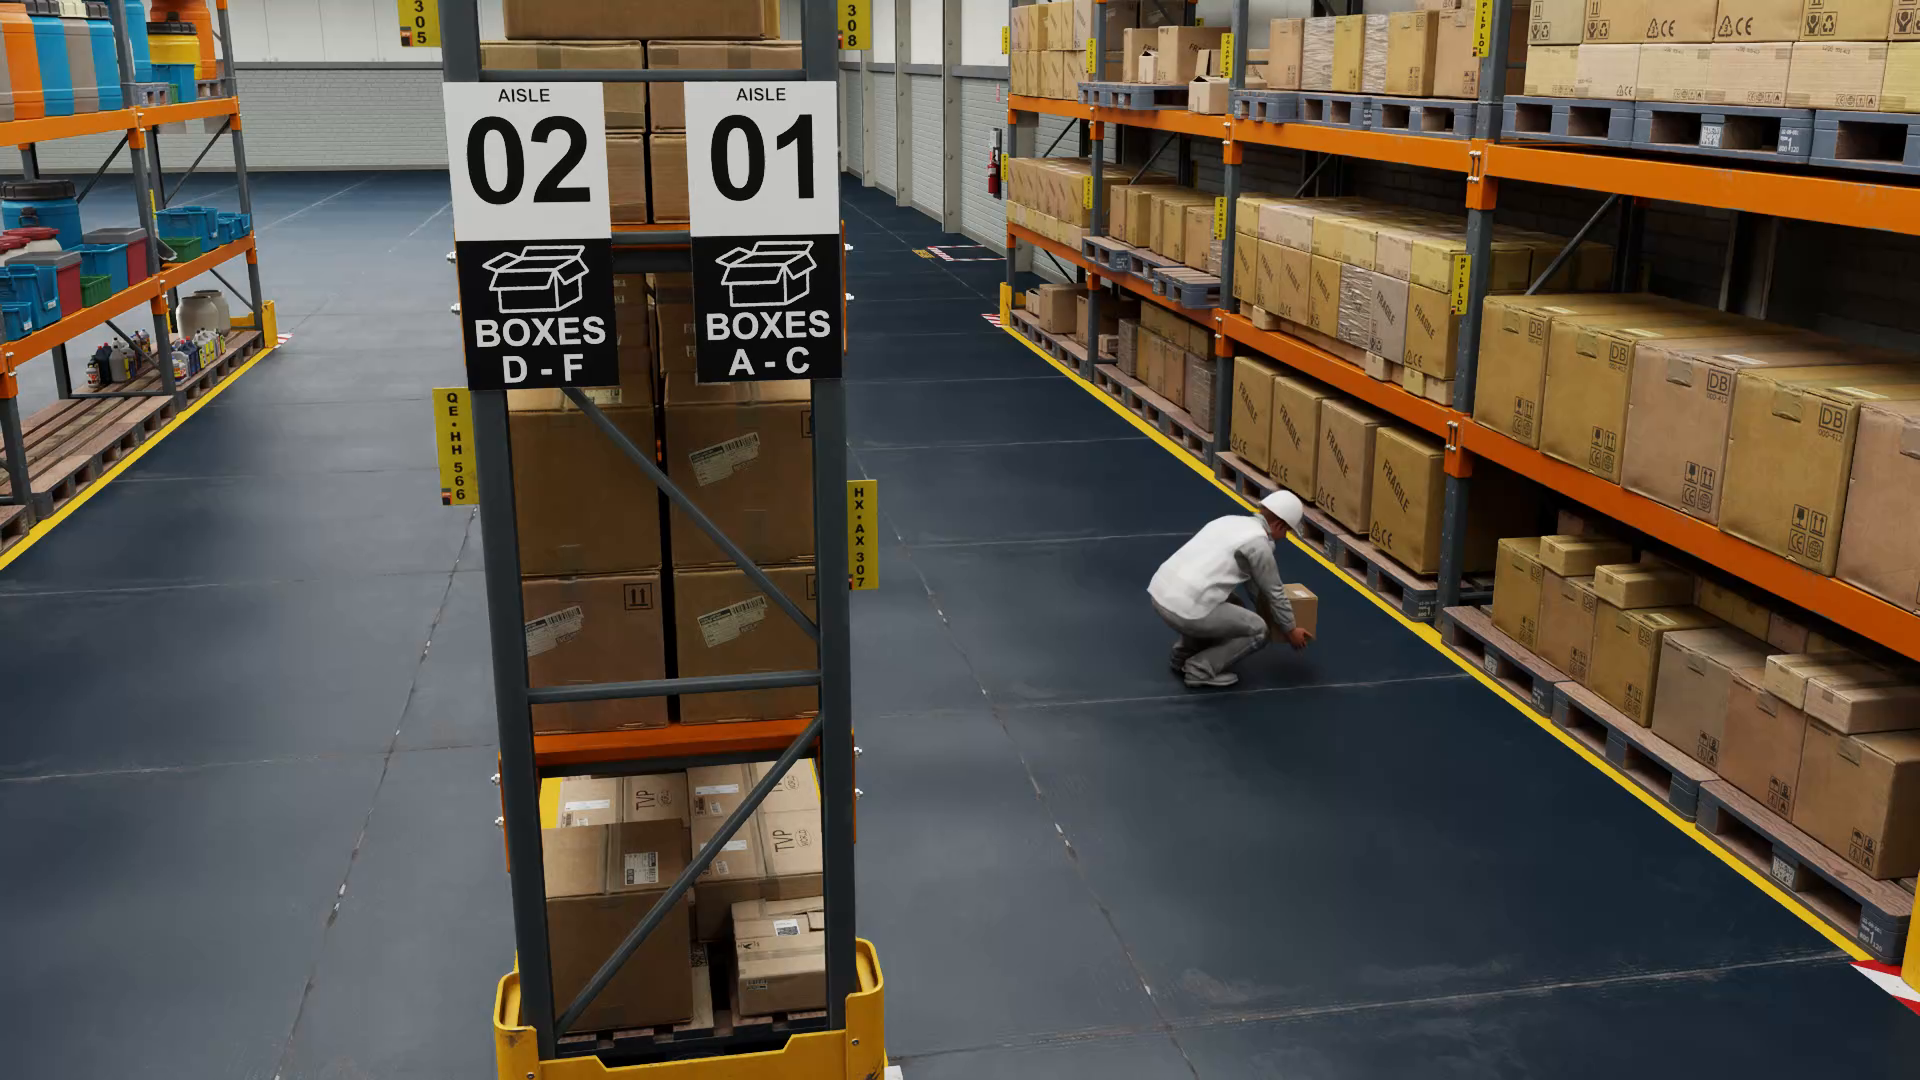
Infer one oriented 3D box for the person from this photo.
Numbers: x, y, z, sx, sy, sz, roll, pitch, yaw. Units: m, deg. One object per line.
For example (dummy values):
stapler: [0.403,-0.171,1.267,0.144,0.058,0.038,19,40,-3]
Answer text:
person: [1.461,0.253,9.006,0.880,1.012,0.521,-3,17,-11]
